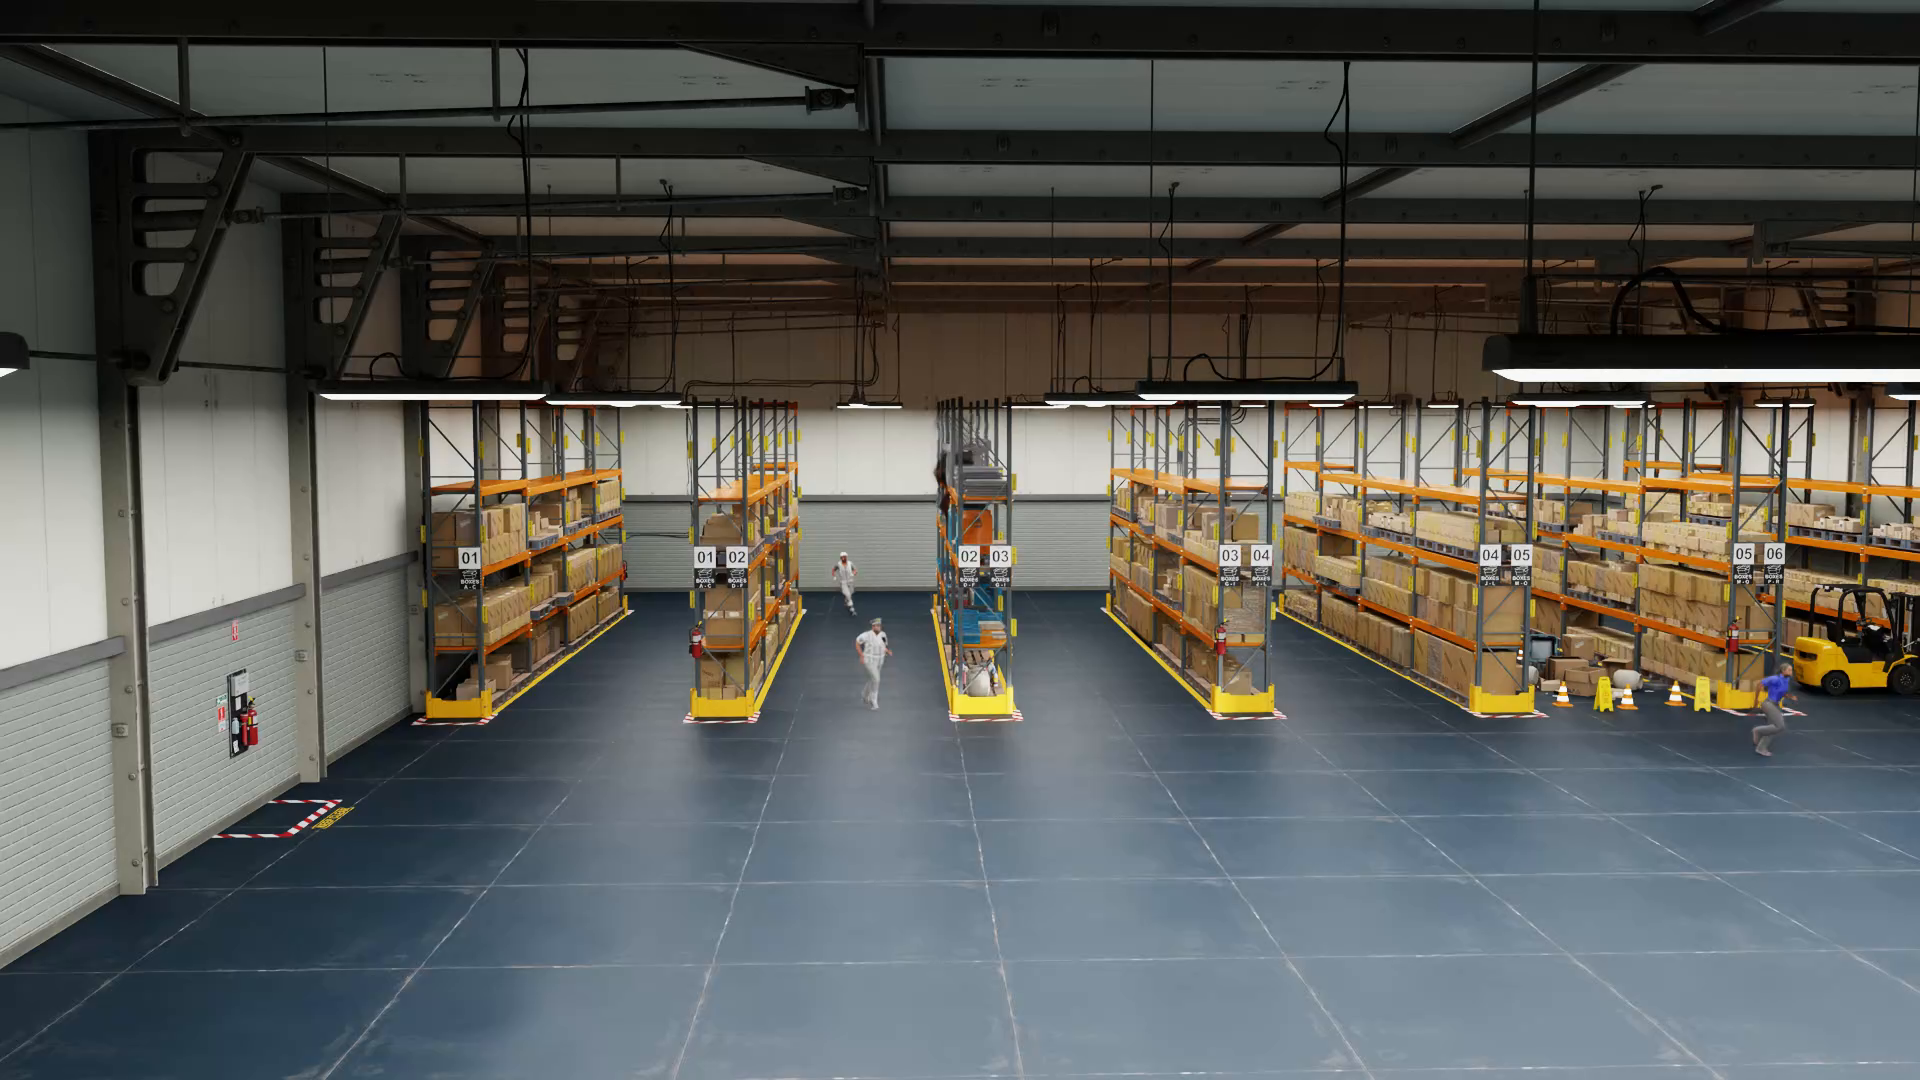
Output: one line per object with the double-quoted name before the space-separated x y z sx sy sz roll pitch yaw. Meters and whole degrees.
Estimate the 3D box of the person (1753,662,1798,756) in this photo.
"person" 13.574 2.812 27.667 0.562 1.582 0.676 -4 6 -44

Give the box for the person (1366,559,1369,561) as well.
"person" 11.460 1.331 46.771 0.619 1.601 0.557 -1 4 -8

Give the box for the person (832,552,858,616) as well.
"person" -3.215 1.214 46.749 0.690 1.775 0.971 -2 5 -20

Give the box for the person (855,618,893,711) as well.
"person" -1.654 2.402 32.057 0.591 1.831 0.858 -4 6 -45

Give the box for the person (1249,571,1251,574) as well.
"person" 8.716 1.154 48.532 0.608 1.662 0.686 -3 5 -32
